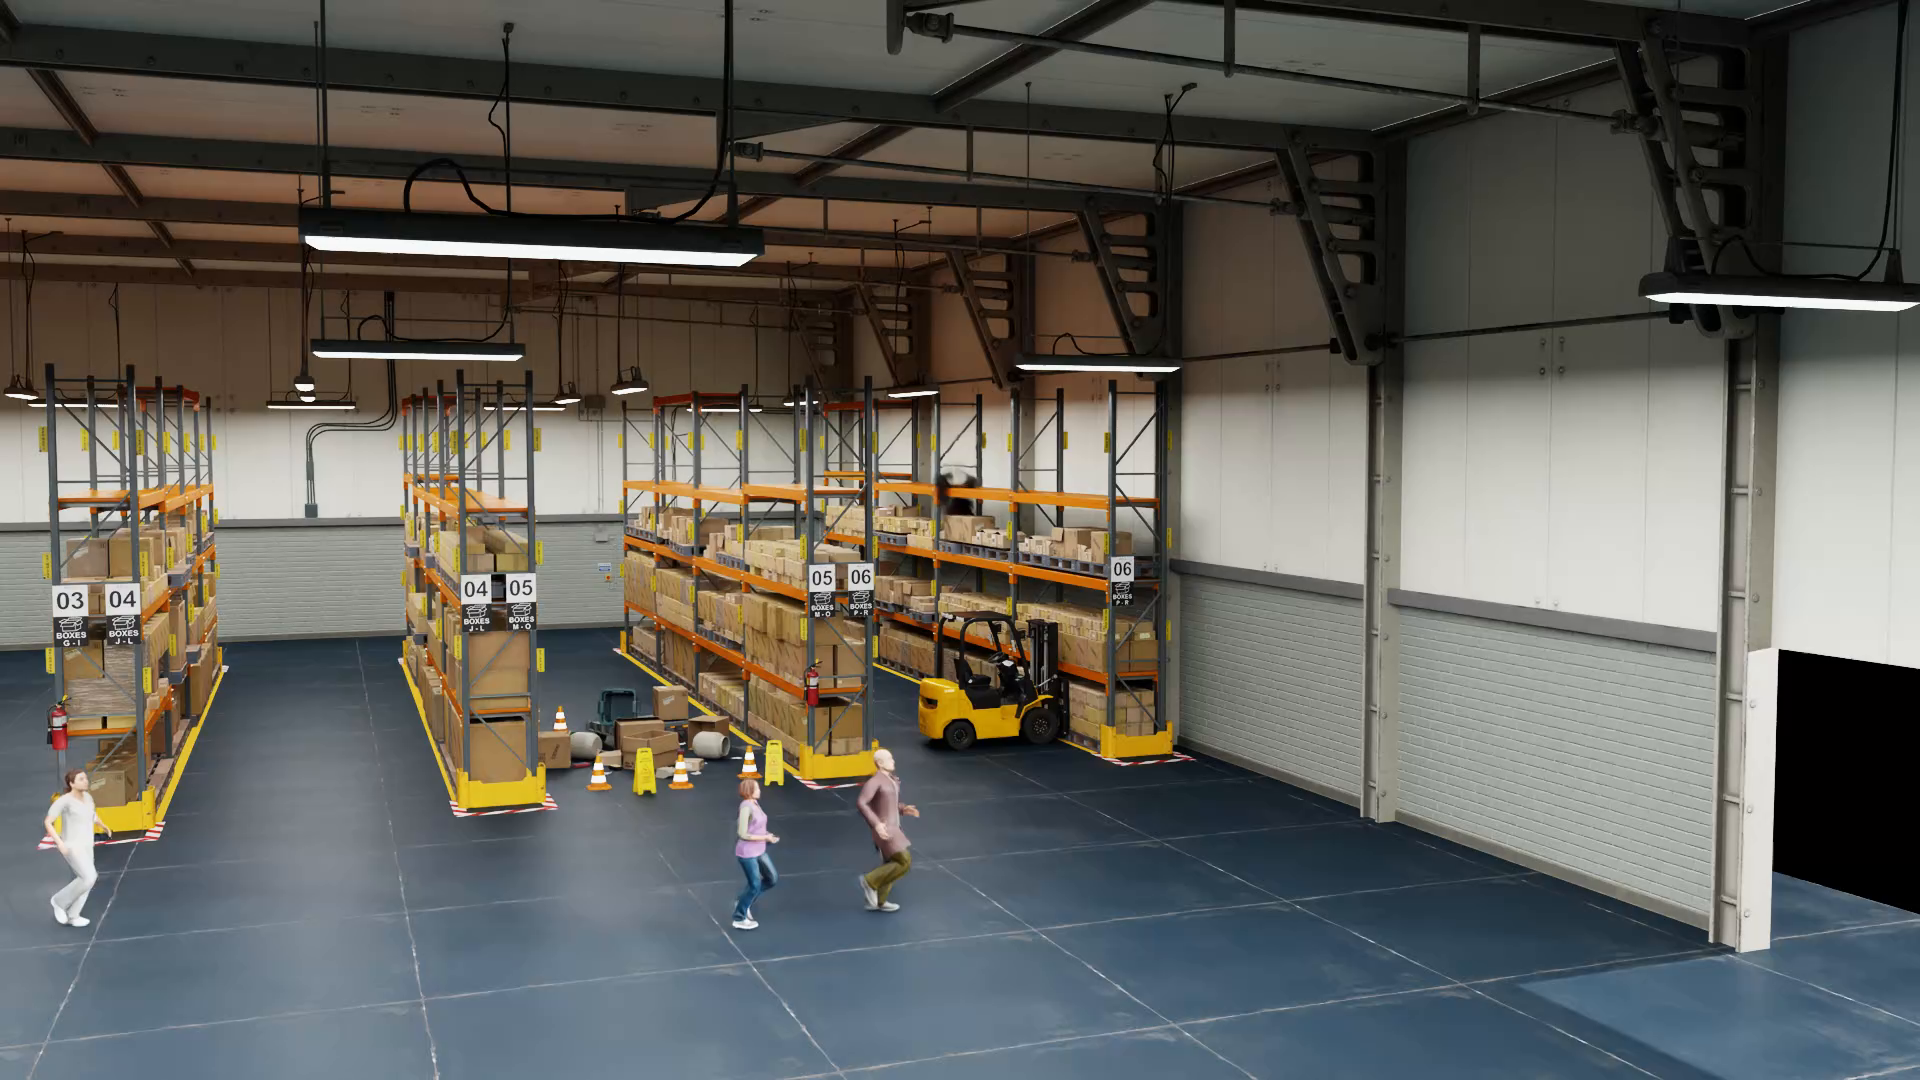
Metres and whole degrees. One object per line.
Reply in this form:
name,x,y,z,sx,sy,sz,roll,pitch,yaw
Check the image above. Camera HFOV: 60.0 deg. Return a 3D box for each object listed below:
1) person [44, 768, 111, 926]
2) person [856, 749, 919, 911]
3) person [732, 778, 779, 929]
person,-9.112,3.177,17.226,0.549,1.638,0.576,1,3,9
person,-0.748,3.096,17.703,0.623,1.735,0.701,1,3,10
person,-2.083,3.217,17.066,0.545,1.558,0.518,1,3,12
